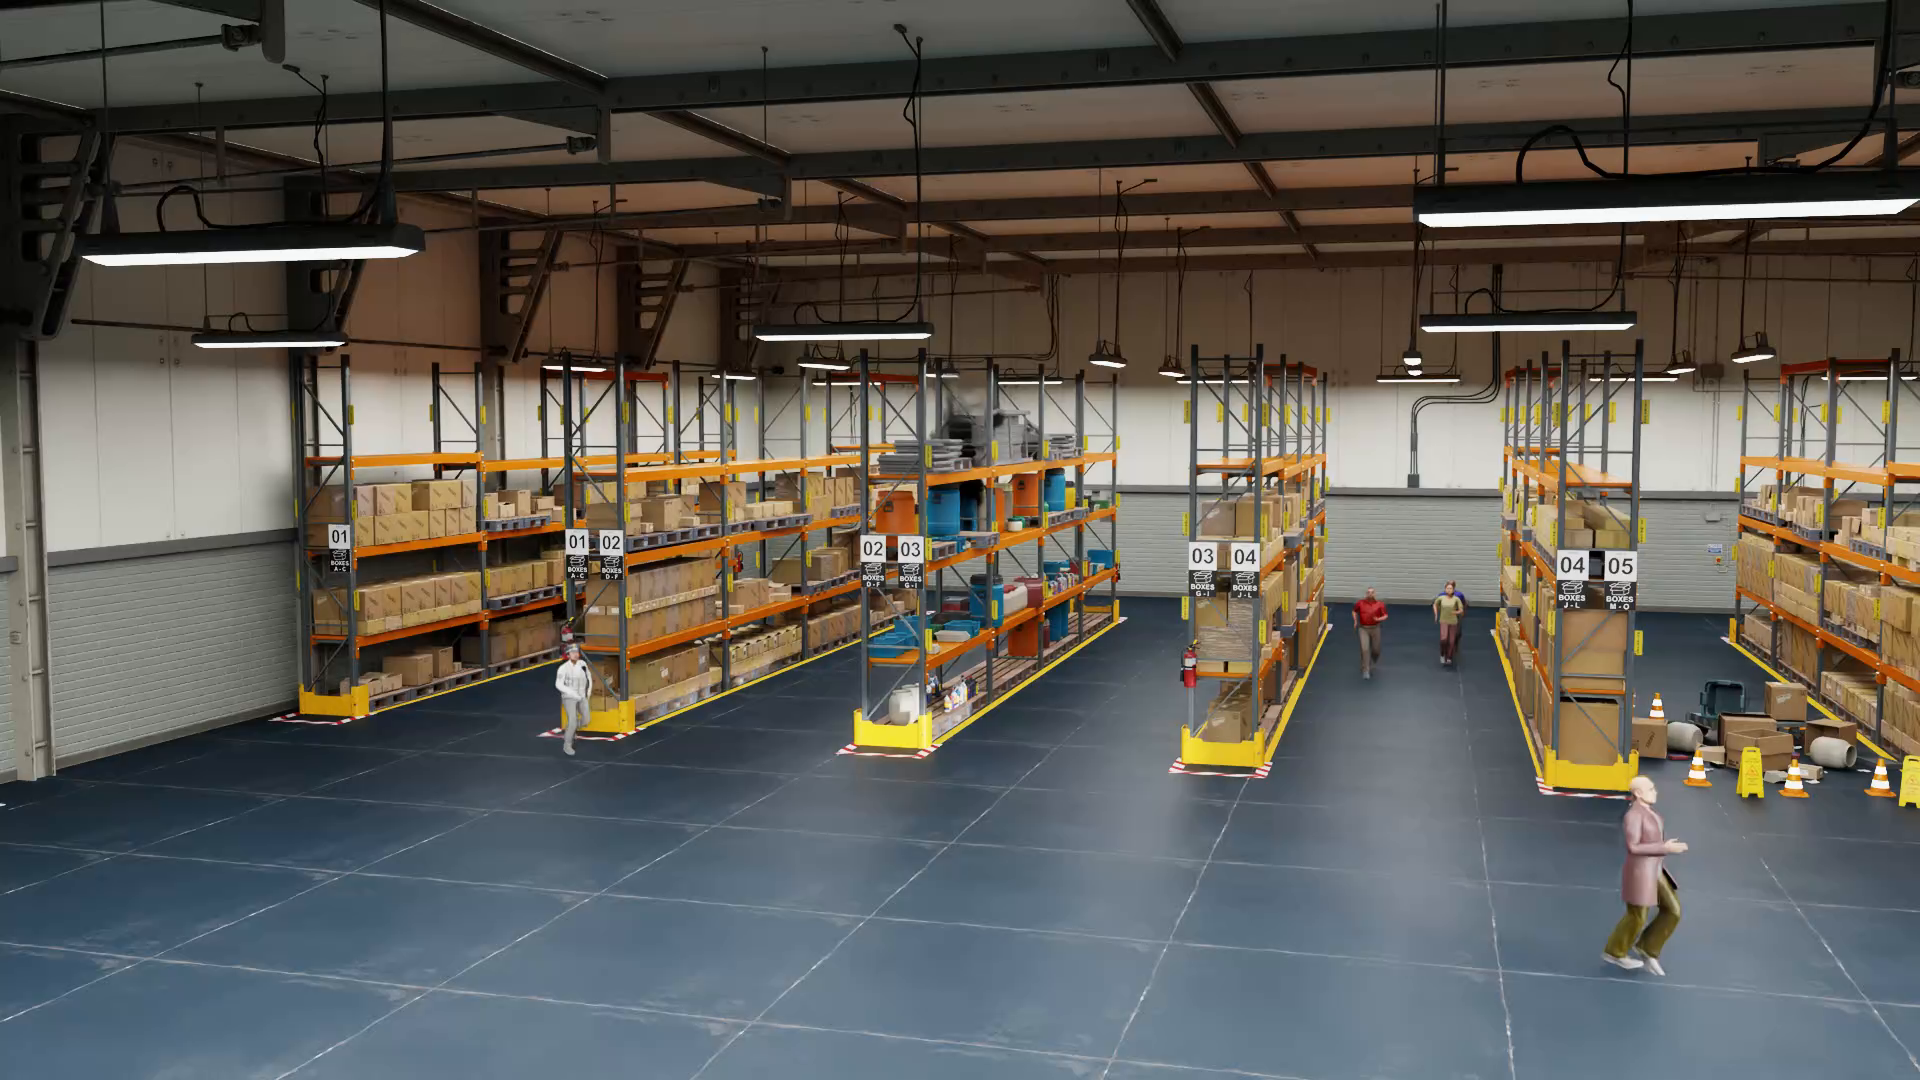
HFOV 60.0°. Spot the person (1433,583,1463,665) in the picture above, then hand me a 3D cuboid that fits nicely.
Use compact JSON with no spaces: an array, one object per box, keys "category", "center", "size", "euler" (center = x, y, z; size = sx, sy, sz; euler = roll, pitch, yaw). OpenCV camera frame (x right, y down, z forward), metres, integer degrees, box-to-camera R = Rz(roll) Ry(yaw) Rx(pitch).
[{"category":"person","center":[9.755,1.673,33.221],"size":[0.561,1.638,0.632],"euler":[1,4,13]}]

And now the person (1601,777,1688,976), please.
[{"category":"person","center":[6.132,3.014,14.834],"size":[0.754,1.814,0.688],"euler":[4,6,44]}]

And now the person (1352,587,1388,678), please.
[{"category":"person","center":[7.840,1.754,31.828],"size":[0.673,1.699,0.943],"euler":[1,4,13]}]

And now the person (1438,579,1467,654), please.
[{"category":"person","center":[10.129,1.628,34.239],"size":[0.633,1.621,0.499],"euler":[1,4,9]}]

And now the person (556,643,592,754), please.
[{"category":"person","center":[-5.664,2.343,24.584],"size":[0.651,1.661,0.581],"euler":[-4,6,-41]}]
